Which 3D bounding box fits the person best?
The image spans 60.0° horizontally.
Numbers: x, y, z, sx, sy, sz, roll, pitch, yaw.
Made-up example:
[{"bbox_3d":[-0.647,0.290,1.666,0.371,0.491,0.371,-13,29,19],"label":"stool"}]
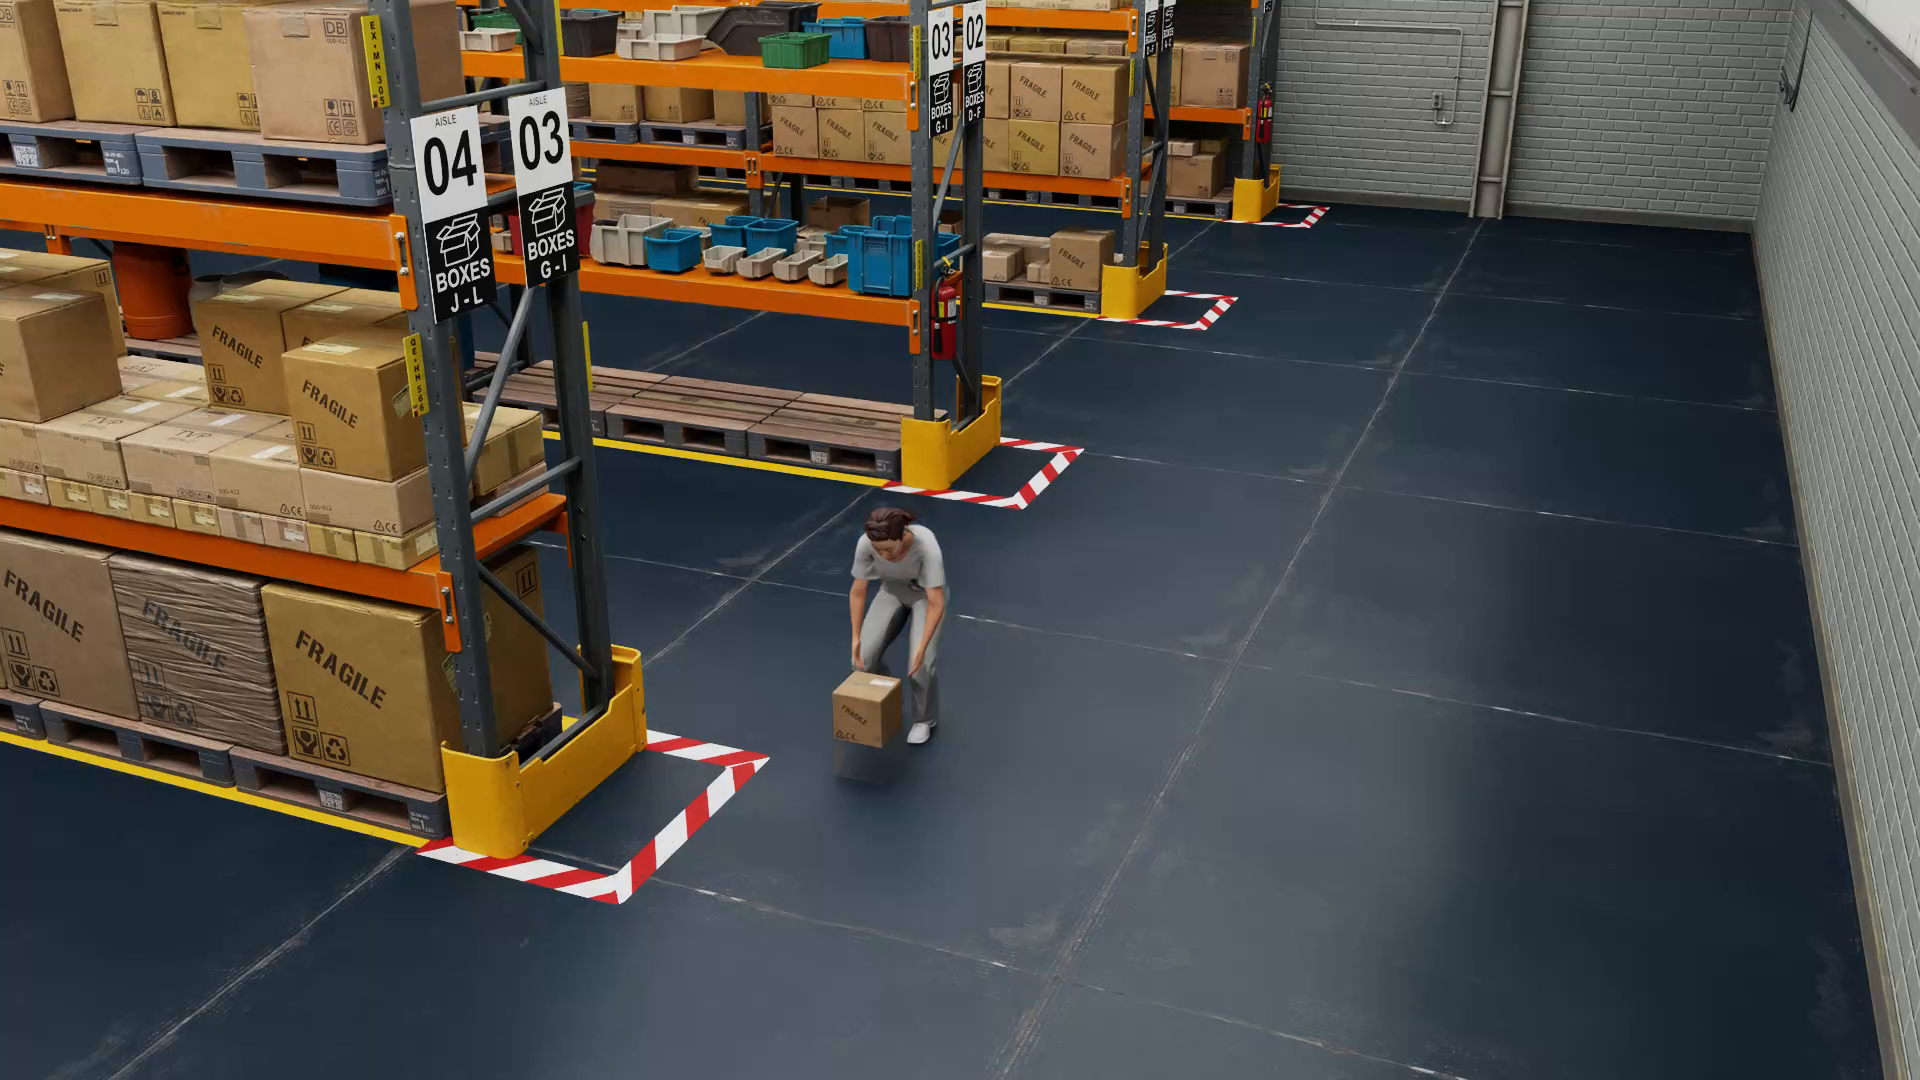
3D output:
[{"bbox_3d":[-0.268,0.371,8.184,0.492,1.306,0.680,9,24,20],"label":"person"}]
